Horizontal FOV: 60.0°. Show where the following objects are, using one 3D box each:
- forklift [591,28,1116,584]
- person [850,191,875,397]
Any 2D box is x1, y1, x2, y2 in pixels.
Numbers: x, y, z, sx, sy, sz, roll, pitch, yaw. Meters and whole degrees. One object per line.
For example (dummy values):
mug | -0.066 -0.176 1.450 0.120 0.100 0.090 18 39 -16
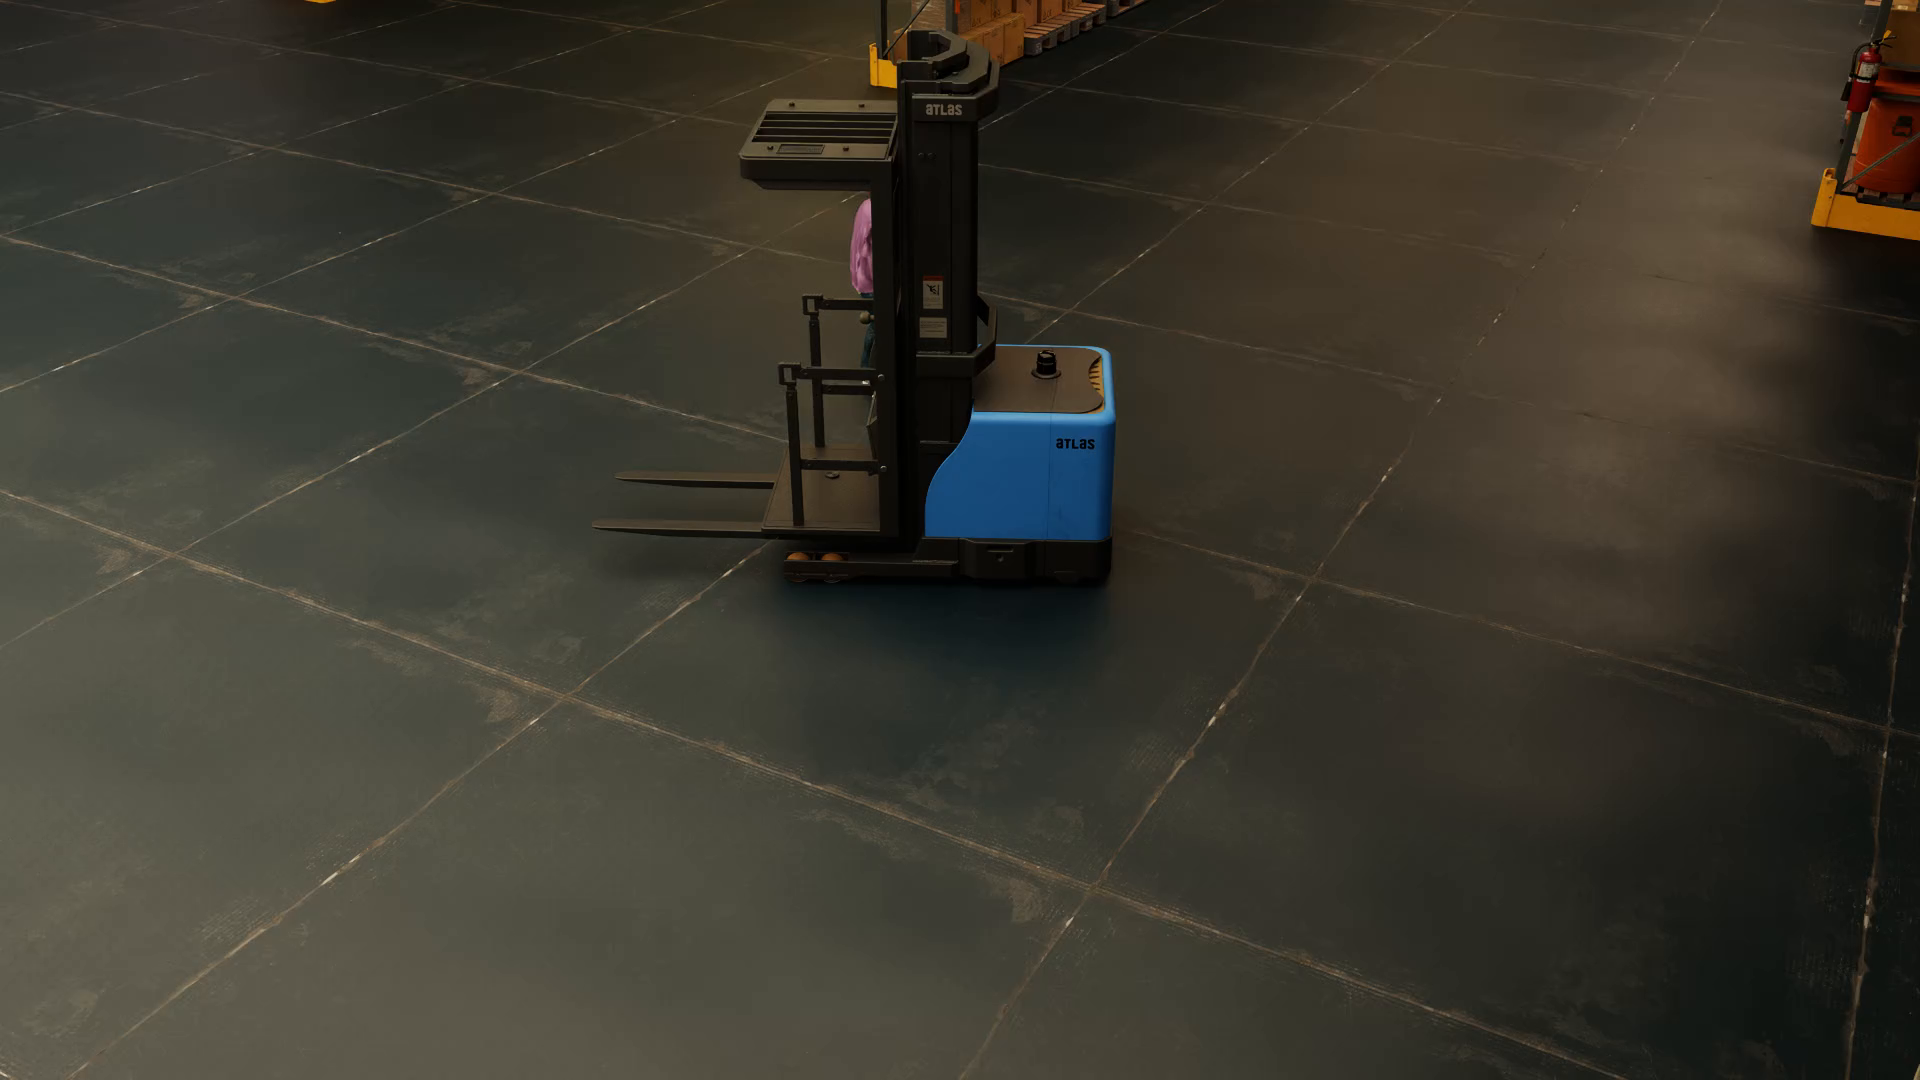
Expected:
forklift | -0.626 -1.285 9.297 3.031 2.935 1.130 1 30 2
person | -0.564 -1.762 11.463 0.347 1.593 0.478 -9 31 -15
